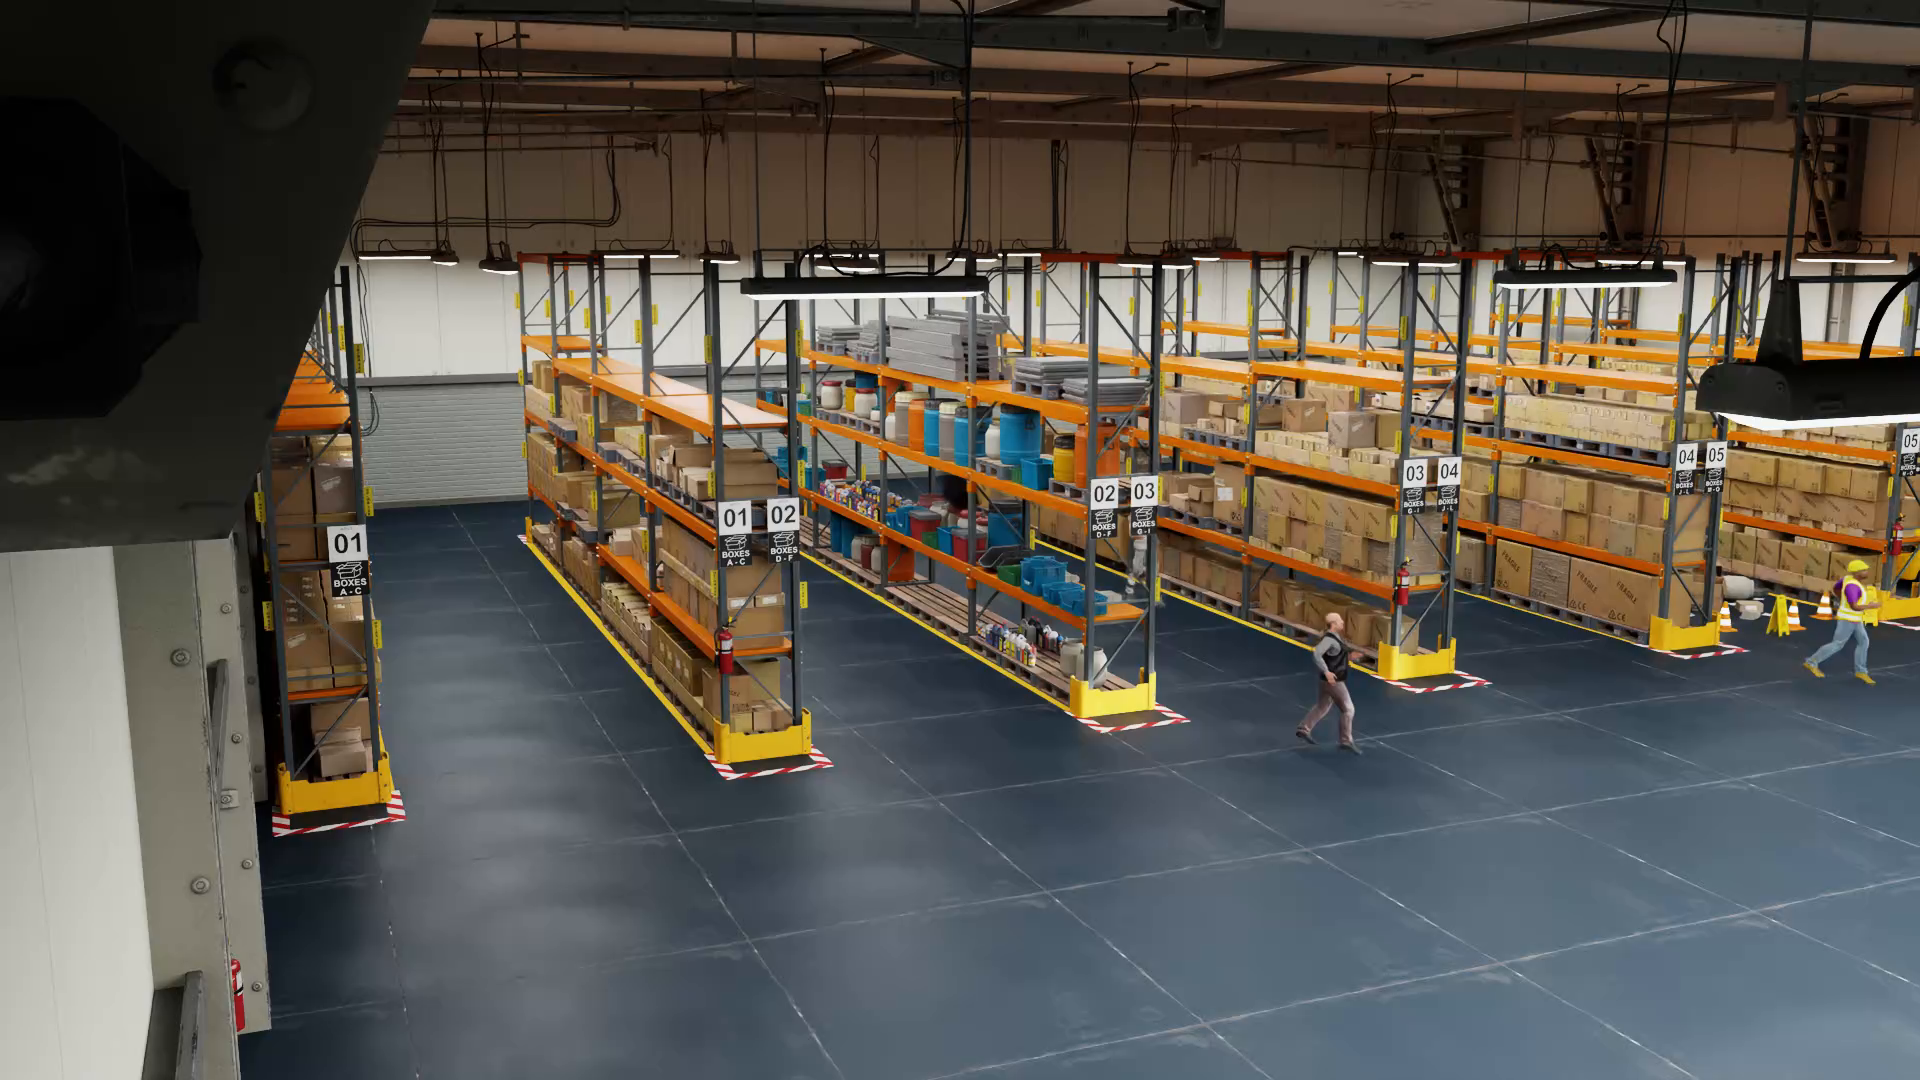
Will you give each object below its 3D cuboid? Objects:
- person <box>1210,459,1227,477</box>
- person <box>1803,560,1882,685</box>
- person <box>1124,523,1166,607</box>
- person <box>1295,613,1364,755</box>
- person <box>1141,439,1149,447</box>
[{"bbox_3d":[5.544,-0.879,35.029,0.577,1.663,0.947,-3,11,-17],"label":"person"},{"bbox_3d":[12.661,1.162,23.786,0.938,1.808,0.710,6,12,30],"label":"person"},{"bbox_3d":[3.059,0.185,27.367,0.656,1.819,0.912,-7,13,-35],"label":"person"},{"bbox_3d":[4.591,1.763,20.548,0.817,1.758,0.636,1,10,8],"label":"person"},{"bbox_3d":[4.249,-1.449,38.136,0.688,1.814,0.631,-3,11,-18],"label":"person"}]
